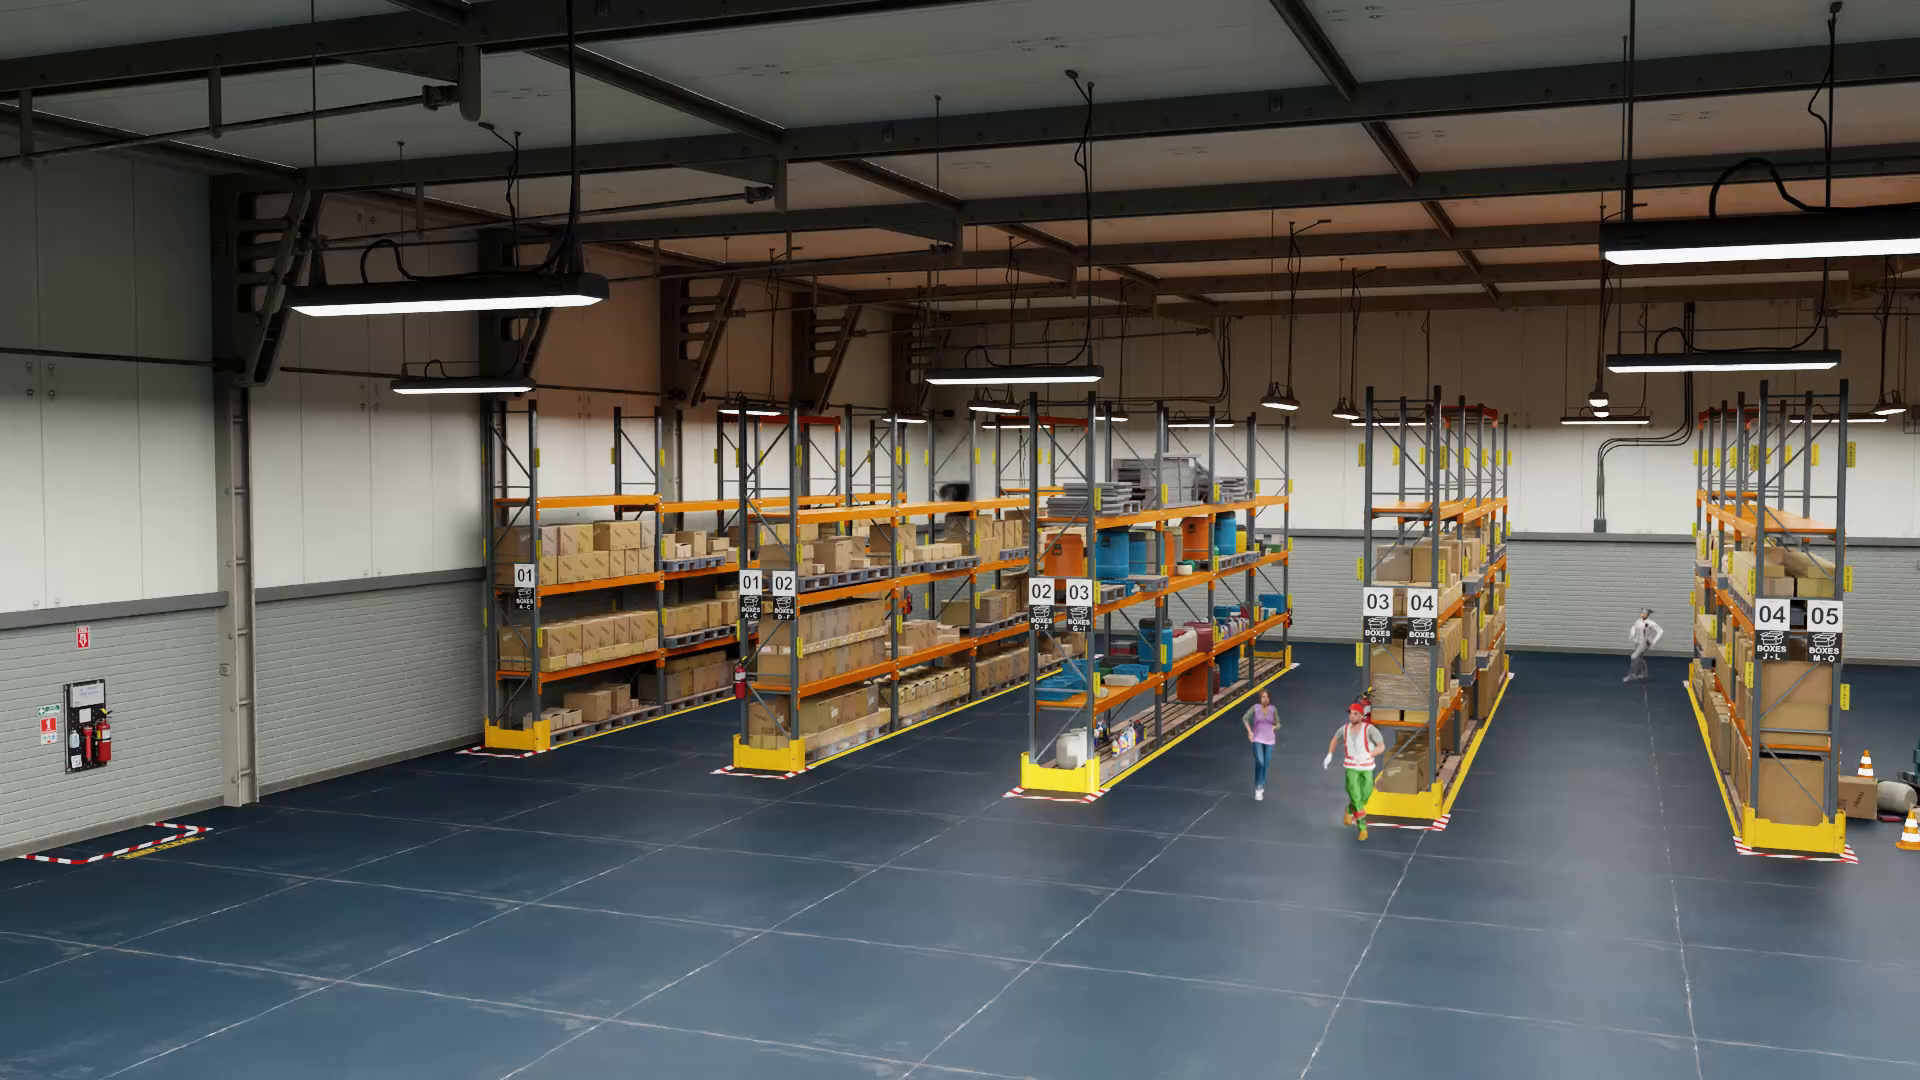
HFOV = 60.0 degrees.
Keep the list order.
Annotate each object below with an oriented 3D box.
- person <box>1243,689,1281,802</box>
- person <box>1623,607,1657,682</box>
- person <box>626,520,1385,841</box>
[{"bbox_3d":[4.443,3.004,24.393,0.517,1.637,0.707,0,3,-4],"label":"person"},{"bbox_3d":[15.200,2.319,37.060,0.812,1.664,0.633,-1,3,-24],"label":"person"},{"bbox_3d":[-0.414,1.792,26.860,13.983,3.837,7.538,1,3,13],"label":"person"}]
